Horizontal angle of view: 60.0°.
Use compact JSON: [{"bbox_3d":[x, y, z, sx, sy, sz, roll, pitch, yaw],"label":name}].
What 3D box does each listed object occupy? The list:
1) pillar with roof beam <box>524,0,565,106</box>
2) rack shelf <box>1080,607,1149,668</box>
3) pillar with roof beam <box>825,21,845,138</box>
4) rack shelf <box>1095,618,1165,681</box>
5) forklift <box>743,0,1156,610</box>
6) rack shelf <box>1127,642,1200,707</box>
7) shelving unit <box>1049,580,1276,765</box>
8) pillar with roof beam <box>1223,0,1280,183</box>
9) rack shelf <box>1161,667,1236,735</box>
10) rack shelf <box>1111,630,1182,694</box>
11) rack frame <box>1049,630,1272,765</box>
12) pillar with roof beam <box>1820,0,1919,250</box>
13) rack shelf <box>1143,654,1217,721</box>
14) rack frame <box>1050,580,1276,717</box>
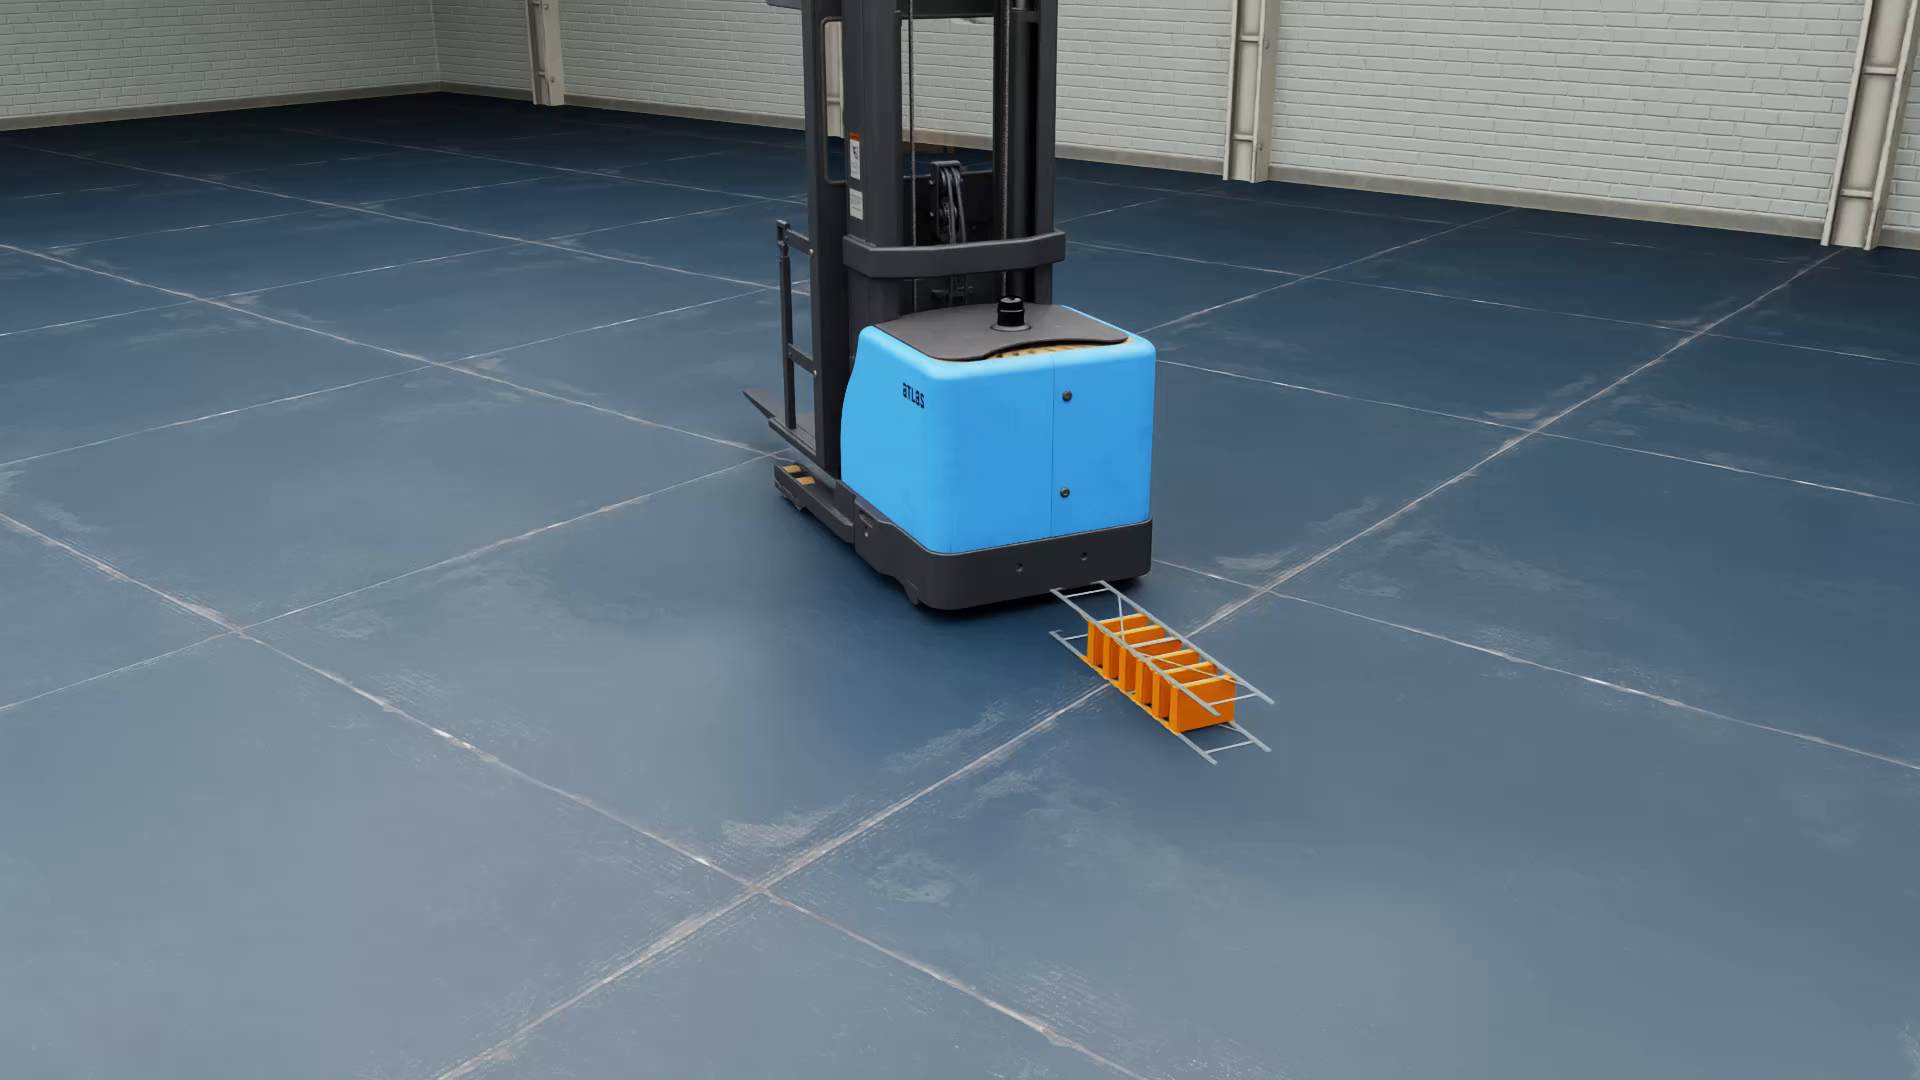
[{"bbox_3d":[-8.922,-9.618,20.421,0.400,9.000,9.100,16,26,36],"label":"pillar with roof beam"},{"bbox_3d":[0.597,0.370,6.403,0.258,0.180,0.103,-9,23,-23],"label":"rack shelf"},{"bbox_3d":[-4.273,-8.280,16.871,0.400,9.000,9.100,16,26,36],"label":"pillar with roof beam"},{"bbox_3d":[0.647,0.410,6.302,0.258,0.180,0.103,-9,23,-23],"label":"rack shelf"},{"bbox_3d":[-0.263,-1.570,7.679,1.130,2.935,3.031,-9,23,-23],"label":"forklift"},{"bbox_3d":[0.748,0.488,6.098,0.258,0.180,0.103,-9,23,-23],"label":"rack shelf"},{"bbox_3d":[0.716,0.463,6.162,0.258,0.189,1.200,-9,23,-23],"label":"shelving unit"},{"bbox_3d":[0.375,-6.941,13.321,0.400,9.000,9.100,16,26,36],"label":"pillar with roof beam"},{"bbox_3d":[0.848,0.566,5.894,0.258,0.180,0.103,-9,23,-23],"label":"rack shelf"},{"bbox_3d":[0.698,0.449,6.200,0.258,0.180,0.103,-9,23,-23],"label":"rack shelf"},{"bbox_3d":[0.716,0.549,6.195,0.240,0.006,1.200,-9,23,-23],"label":"rack frame"},{"bbox_3d":[5.024,-5.603,9.772,0.400,9.000,9.100,16,26,36],"label":"pillar with roof beam"},{"bbox_3d":[0.798,0.527,5.996,0.258,0.180,0.103,-9,23,-23],"label":"rack shelf"},{"bbox_3d":[0.716,0.378,6.129,0.240,0.006,1.200,-9,23,-23],"label":"rack frame"}]
